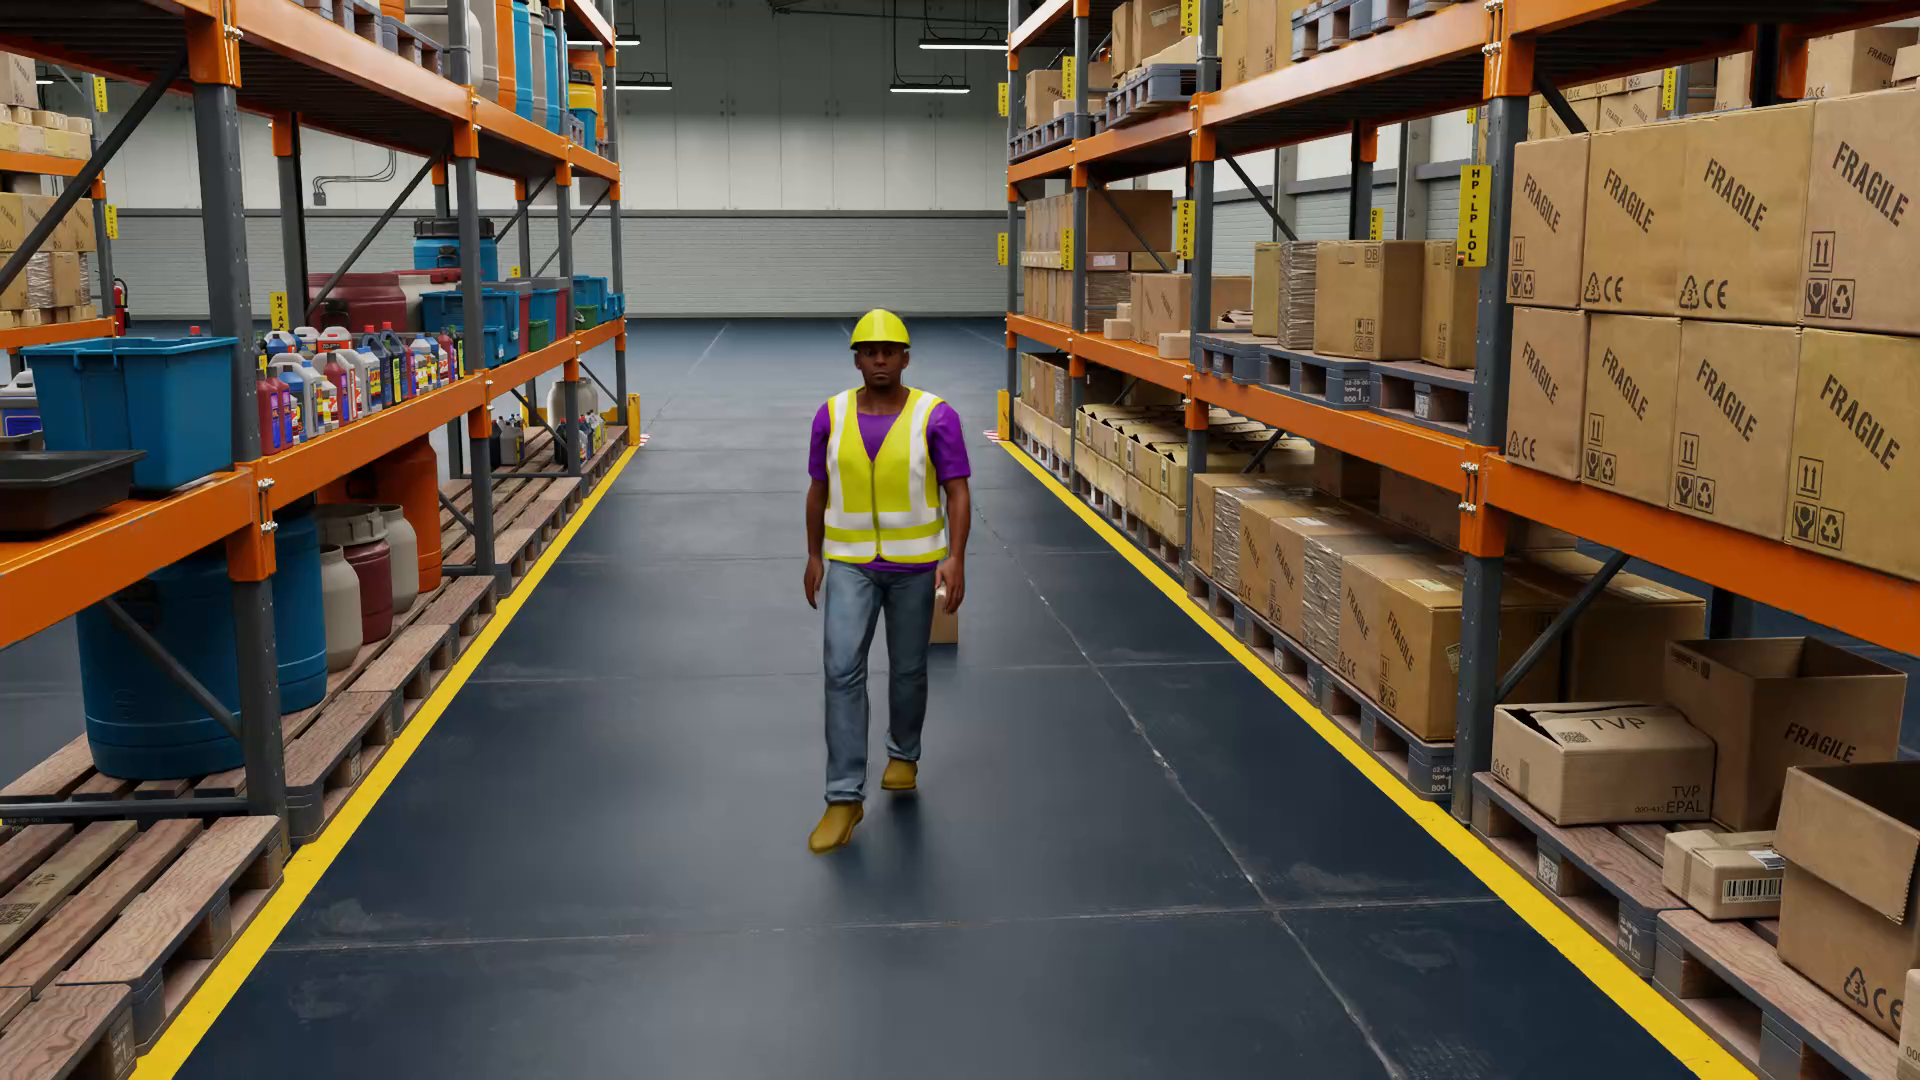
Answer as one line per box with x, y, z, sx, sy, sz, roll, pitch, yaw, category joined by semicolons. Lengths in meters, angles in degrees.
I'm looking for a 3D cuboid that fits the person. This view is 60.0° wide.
-0.270;0.125;5.735;0.614;1.745;0.817;1;10;5;person
